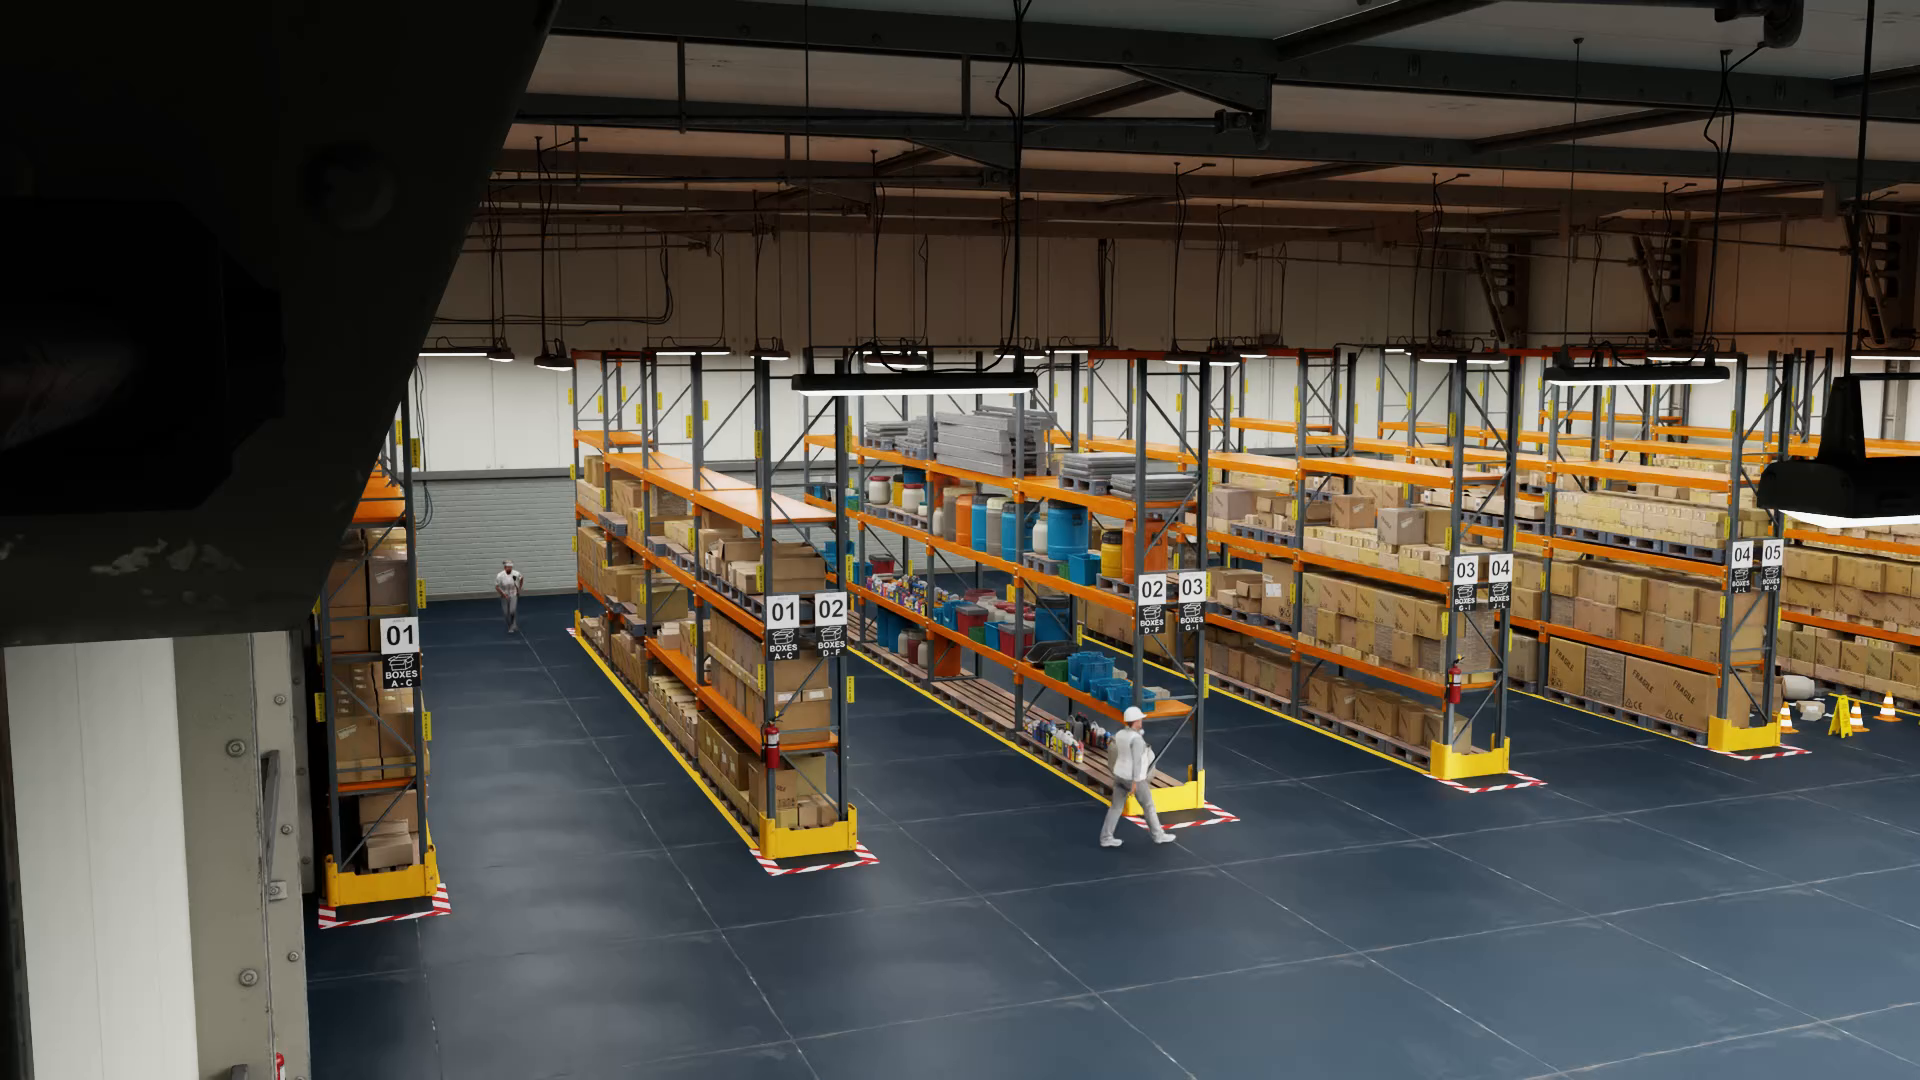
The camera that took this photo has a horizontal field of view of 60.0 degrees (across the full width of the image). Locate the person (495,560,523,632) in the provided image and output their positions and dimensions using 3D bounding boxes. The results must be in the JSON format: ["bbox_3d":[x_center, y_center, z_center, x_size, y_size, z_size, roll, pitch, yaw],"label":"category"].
[{"bbox_3d":[-9.504,1.182,35.096,0.556,1.600,0.721,-1,7,-8],"label":"person"}]

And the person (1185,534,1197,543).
[{"bbox_3d":[6.067,0.137,42.771,0.959,1.768,0.527,6,9,39],"label":"person"}]

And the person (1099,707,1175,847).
[{"bbox_3d":[2.164,2.905,20.553,0.977,1.719,0.551,-5,9,-33],"label":"person"}]
